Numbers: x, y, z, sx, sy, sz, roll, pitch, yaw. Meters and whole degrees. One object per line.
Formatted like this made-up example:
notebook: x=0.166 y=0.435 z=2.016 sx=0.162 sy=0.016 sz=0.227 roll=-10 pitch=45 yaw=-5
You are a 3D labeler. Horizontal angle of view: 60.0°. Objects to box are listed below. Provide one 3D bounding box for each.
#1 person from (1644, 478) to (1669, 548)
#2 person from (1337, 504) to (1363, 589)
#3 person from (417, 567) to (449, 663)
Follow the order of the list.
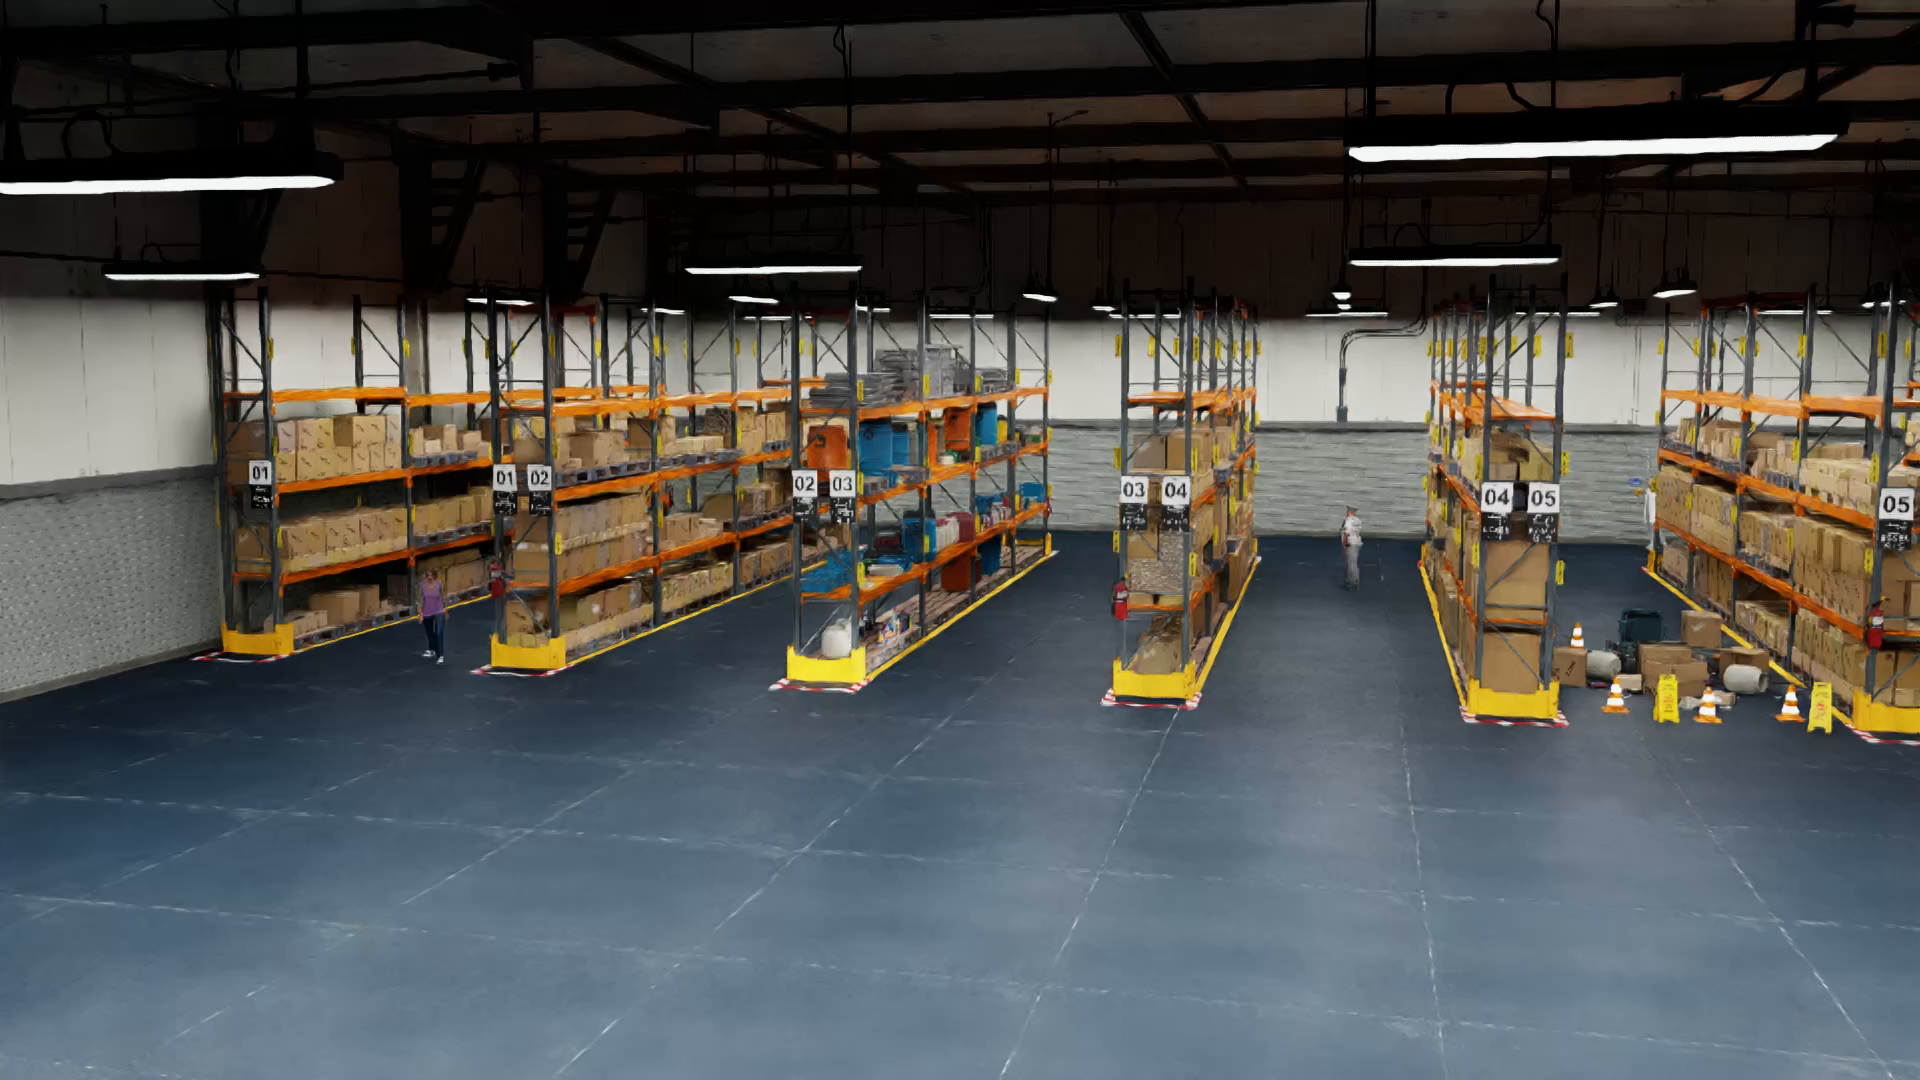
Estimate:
person: x=17.398 y=-0.661 z=41.571 sx=0.526 sy=1.765 sz=0.753 roll=-2 pitch=7 yaw=-19
person: x=8.148 y=0.129 z=34.770 sx=0.590 sy=1.744 sz=0.668 roll=5 pitch=8 yaw=35
person: x=-8.447 y=1.179 z=26.647 sx=0.454 sy=1.534 sz=0.881 roll=-1 pitch=7 yaw=-9
